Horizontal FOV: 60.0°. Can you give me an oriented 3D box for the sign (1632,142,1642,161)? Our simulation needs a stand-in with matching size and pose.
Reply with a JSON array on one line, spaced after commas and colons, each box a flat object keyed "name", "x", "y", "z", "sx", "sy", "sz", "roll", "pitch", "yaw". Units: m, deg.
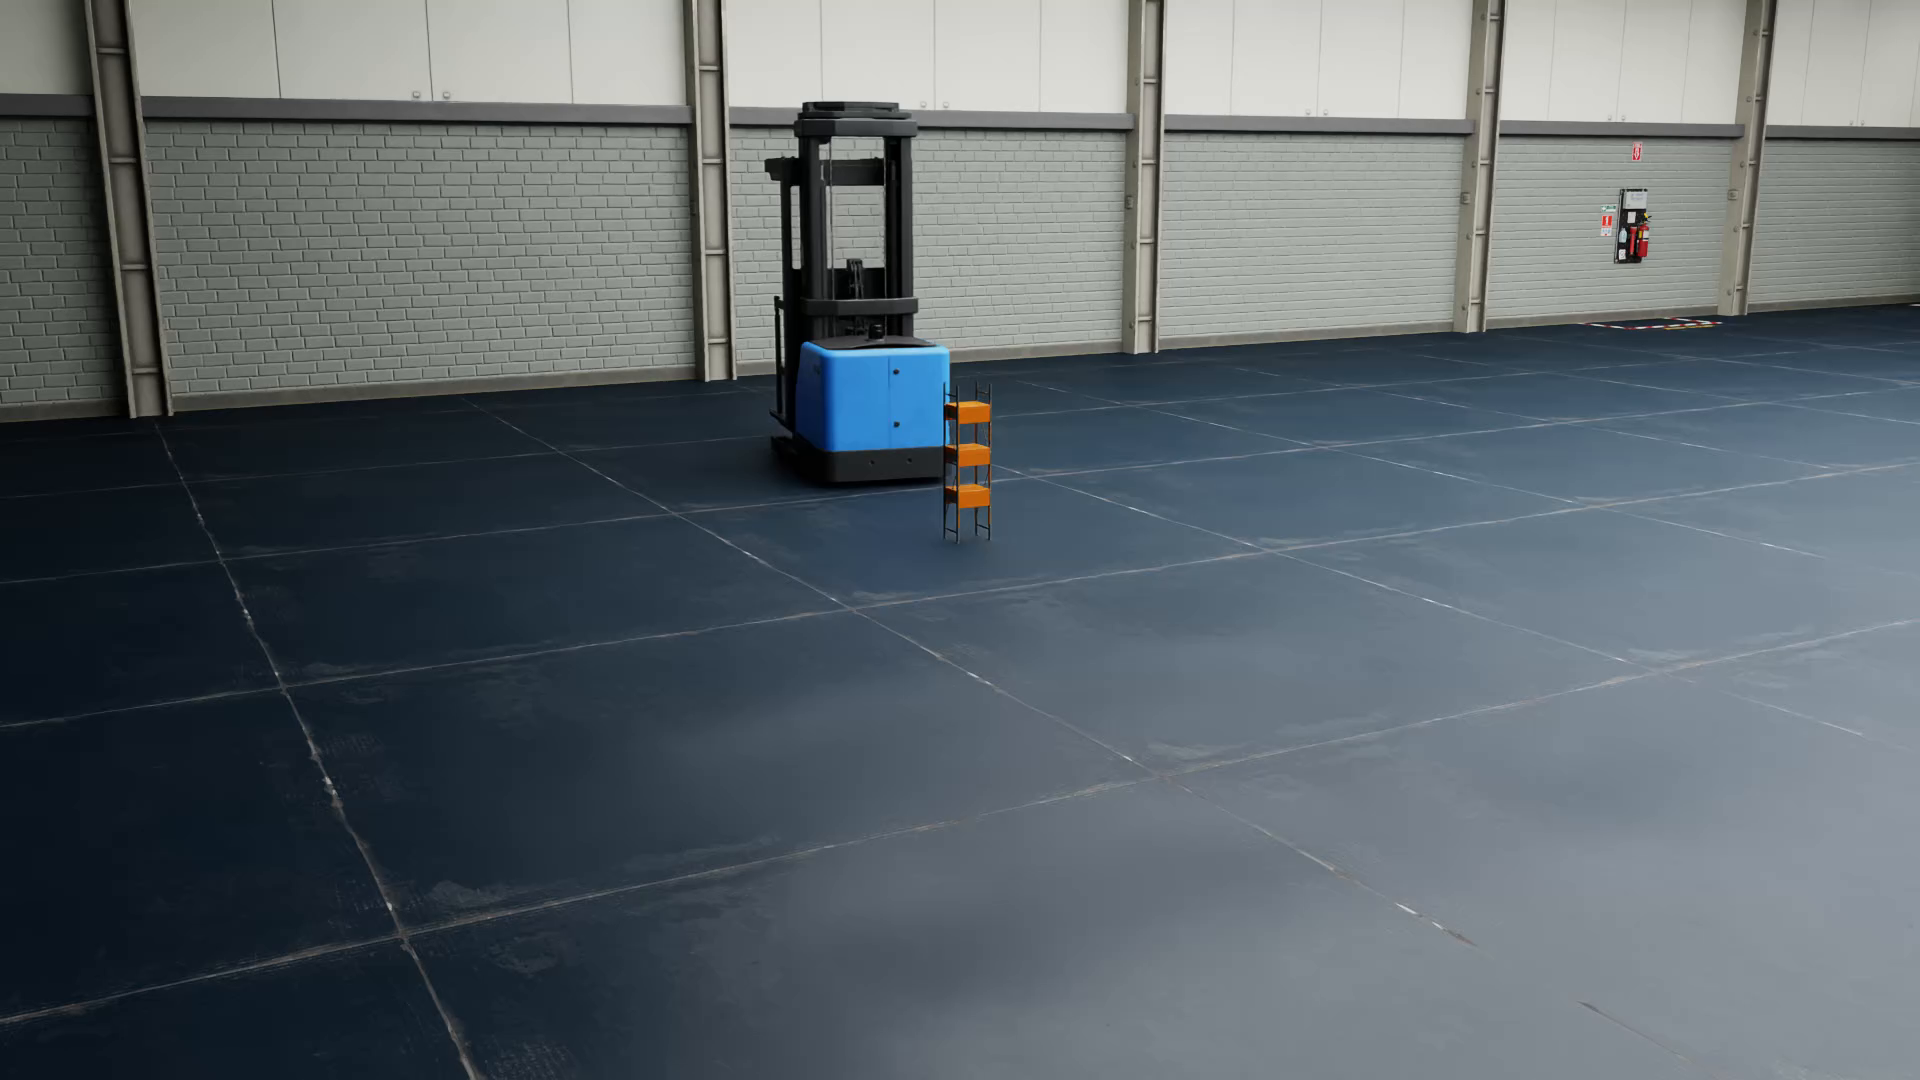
[{"name": "sign", "x": 10.702, "y": -6.141, "z": 26.284, "sx": 0.199, "sy": 0.298, "sz": 0.001, "roll": -7, "pitch": 14, "yaw": -28}]

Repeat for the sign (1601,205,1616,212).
[{"name": "sign", "x": 10.230, "y": -5.228, "z": 26.220, "sx": 0.331, "sy": 0.109, "sz": 0.001, "roll": -7, "pitch": 14, "yaw": -28}]

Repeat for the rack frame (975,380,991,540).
[{"name": "rack frame", "x": 0.154, "y": -0.531, "z": 11.076, "sx": 0.008, "sy": 1.050, "sz": 0.200, "roll": -7, "pitch": 14, "yaw": -28}]

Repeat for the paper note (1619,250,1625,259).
[{"name": "paper note", "x": 10.568, "y": -4.557, "z": 26.530, "sx": 0.142, "sy": 0.148, "sz": 0.016, "roll": -7, "pitch": 14, "yaw": -28}]

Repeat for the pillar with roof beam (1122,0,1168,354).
[{"name": "pillar with roof beam", "x": 4.474, "y": -6.079, "z": 17.625, "sx": 0.400, "sy": 9.000, "sz": 9.100, "roll": -7, "pitch": 14, "yaw": -28}]

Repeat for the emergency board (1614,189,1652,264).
[{"name": "emergency board", "x": 10.757, "y": -4.992, "z": 26.457, "sx": 0.643, "sy": 1.169, "sz": 0.194, "roll": -7, "pitch": 14, "yaw": -28}]

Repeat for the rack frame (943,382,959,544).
[{"name": "rack frame", "x": -0.060, "y": -0.505, "z": 10.962, "sx": 0.008, "sy": 1.050, "sz": 0.200, "roll": -7, "pitch": 14, "yaw": -28}]

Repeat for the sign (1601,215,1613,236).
[{"name": "sign", "x": 10.222, "y": -4.971, "z": 26.283, "sx": 0.234, "sy": 0.329, "sz": 0.001, "roll": -7, "pitch": 14, "yaw": -28}]

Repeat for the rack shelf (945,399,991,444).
[{"name": "rack shelf", "x": 0.047, "y": -0.784, "z": 10.959, "sx": 0.240, "sy": 0.259, "sz": 0.215, "roll": -7, "pitch": 14, "yaw": -28}]

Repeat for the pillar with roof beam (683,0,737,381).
[{"name": "pillar with roof beam", "x": -0.793, "y": -5.448, "z": 14.821, "sx": 0.400, "sy": 9.000, "sz": 9.100, "roll": -7, "pitch": 14, "yaw": -28}]

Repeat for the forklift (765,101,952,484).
[{"name": "forklift", "x": -0.997, "y": -2.145, "z": 13.964, "sx": 1.130, "sy": 2.935, "sz": 3.031, "roll": -4, "pitch": 13, "yaw": -17}]

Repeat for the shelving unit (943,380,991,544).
[{"name": "shelving unit", "x": 0.047, "y": -0.518, "z": 11.019, "sx": 0.252, "sy": 1.050, "sz": 0.215, "roll": -7, "pitch": 14, "yaw": -28}]

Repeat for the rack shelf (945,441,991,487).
[{"name": "rack shelf", "x": 0.047, "y": -0.507, "z": 11.021, "sx": 0.240, "sy": 0.259, "sz": 0.215, "roll": -7, "pitch": 14, "yaw": -28}]

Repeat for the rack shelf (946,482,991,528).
[{"name": "rack shelf", "x": 0.047, "y": -0.236, "z": 11.082, "sx": 0.240, "sy": 0.259, "sz": 0.215, "roll": -7, "pitch": 14, "yaw": -28}]

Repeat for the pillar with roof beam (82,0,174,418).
[{"name": "pillar with roof beam", "x": -6.059, "y": -4.817, "z": 12.016, "sx": 0.400, "sy": 9.000, "sz": 9.100, "roll": -7, "pitch": 14, "yaw": -28}]

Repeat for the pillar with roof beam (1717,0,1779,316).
[{"name": "pillar with roof beam", "x": 15.007, "y": -7.341, "z": 23.235, "sx": 0.400, "sy": 9.000, "sz": 9.100, "roll": -7, "pitch": 14, "yaw": -28}]

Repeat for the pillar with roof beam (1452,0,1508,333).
[{"name": "pillar with roof beam", "x": 9.740, "y": -6.710, "z": 20.430, "sx": 0.400, "sy": 9.000, "sz": 9.100, "roll": -7, "pitch": 14, "yaw": -28}]
